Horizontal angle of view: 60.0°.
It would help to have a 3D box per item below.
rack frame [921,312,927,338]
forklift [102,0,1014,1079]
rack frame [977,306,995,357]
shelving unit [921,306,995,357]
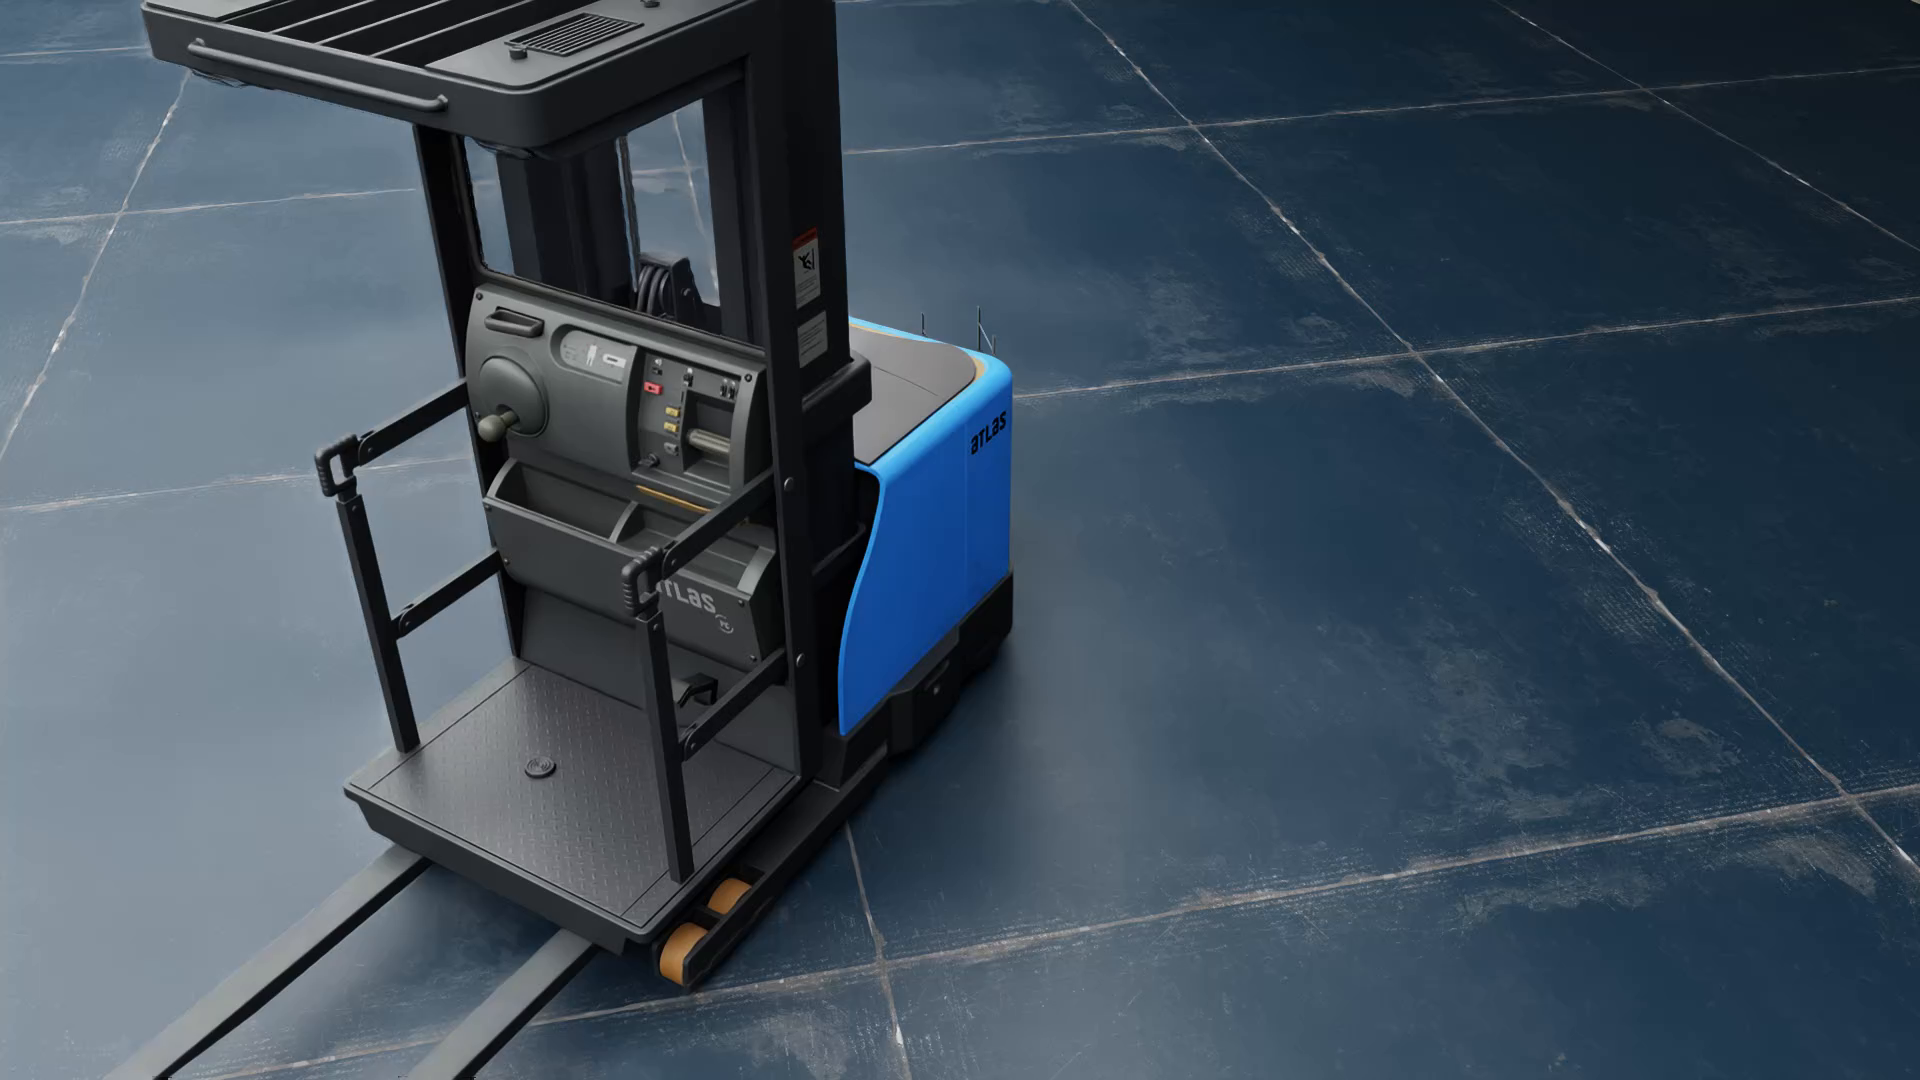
[{"bbox_3d":[-0.107,-0.360,5.979,0.006,0.900,0.240,-7,35,-11],"label":"rack frame"},{"bbox_3d":[-1.008,-0.316,4.090,1.130,2.935,3.031,18,38,25],"label":"forklift"},{"bbox_3d":[0.091,-0.385,6.016,0.006,0.900,0.240,-7,35,-11],"label":"rack frame"},{"bbox_3d":[-0.008,-0.373,5.998,0.210,0.900,0.258,-7,35,-11],"label":"shelving unit"}]
